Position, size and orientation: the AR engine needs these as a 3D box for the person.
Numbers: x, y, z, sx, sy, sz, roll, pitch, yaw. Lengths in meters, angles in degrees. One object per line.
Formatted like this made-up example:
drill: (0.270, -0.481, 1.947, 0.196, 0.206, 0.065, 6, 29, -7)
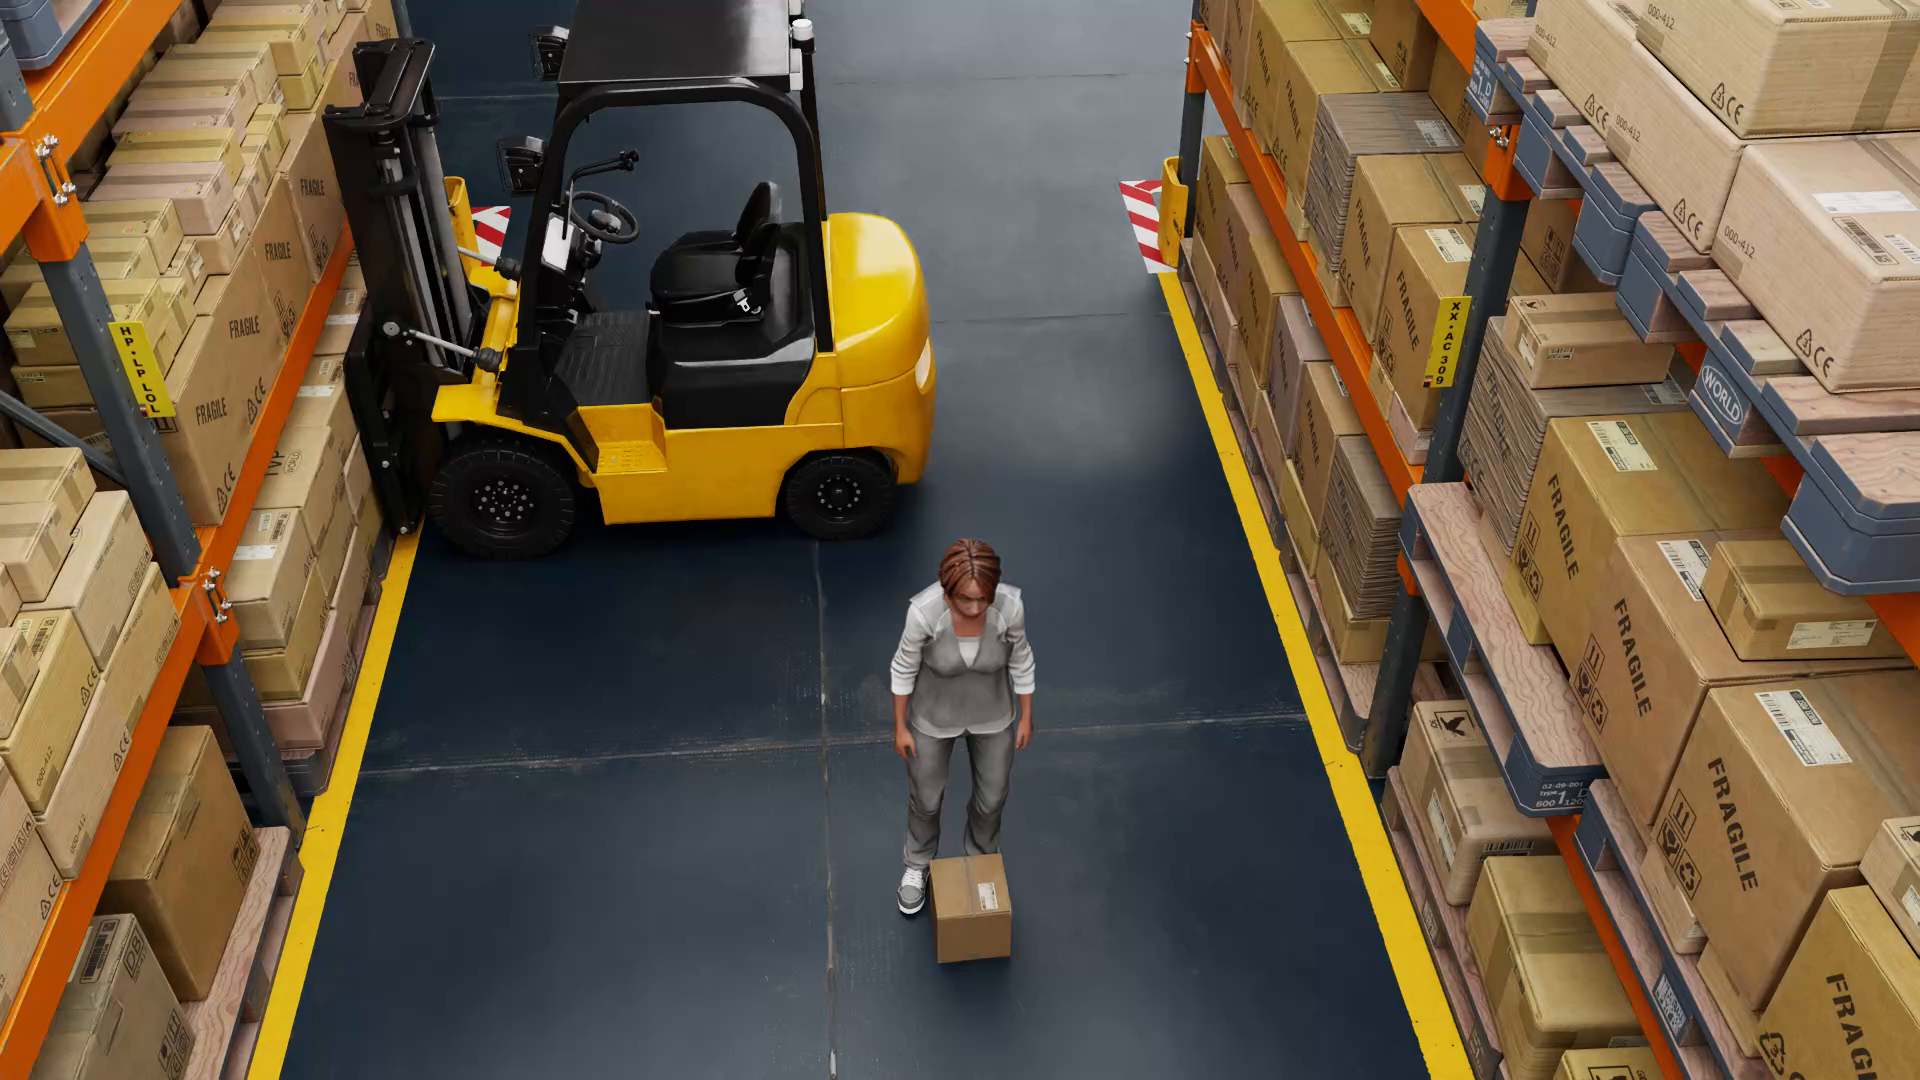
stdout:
person: (0.008, 0.602, 5.437, 0.477, 1.593, 0.367, -4, 40, -5)
